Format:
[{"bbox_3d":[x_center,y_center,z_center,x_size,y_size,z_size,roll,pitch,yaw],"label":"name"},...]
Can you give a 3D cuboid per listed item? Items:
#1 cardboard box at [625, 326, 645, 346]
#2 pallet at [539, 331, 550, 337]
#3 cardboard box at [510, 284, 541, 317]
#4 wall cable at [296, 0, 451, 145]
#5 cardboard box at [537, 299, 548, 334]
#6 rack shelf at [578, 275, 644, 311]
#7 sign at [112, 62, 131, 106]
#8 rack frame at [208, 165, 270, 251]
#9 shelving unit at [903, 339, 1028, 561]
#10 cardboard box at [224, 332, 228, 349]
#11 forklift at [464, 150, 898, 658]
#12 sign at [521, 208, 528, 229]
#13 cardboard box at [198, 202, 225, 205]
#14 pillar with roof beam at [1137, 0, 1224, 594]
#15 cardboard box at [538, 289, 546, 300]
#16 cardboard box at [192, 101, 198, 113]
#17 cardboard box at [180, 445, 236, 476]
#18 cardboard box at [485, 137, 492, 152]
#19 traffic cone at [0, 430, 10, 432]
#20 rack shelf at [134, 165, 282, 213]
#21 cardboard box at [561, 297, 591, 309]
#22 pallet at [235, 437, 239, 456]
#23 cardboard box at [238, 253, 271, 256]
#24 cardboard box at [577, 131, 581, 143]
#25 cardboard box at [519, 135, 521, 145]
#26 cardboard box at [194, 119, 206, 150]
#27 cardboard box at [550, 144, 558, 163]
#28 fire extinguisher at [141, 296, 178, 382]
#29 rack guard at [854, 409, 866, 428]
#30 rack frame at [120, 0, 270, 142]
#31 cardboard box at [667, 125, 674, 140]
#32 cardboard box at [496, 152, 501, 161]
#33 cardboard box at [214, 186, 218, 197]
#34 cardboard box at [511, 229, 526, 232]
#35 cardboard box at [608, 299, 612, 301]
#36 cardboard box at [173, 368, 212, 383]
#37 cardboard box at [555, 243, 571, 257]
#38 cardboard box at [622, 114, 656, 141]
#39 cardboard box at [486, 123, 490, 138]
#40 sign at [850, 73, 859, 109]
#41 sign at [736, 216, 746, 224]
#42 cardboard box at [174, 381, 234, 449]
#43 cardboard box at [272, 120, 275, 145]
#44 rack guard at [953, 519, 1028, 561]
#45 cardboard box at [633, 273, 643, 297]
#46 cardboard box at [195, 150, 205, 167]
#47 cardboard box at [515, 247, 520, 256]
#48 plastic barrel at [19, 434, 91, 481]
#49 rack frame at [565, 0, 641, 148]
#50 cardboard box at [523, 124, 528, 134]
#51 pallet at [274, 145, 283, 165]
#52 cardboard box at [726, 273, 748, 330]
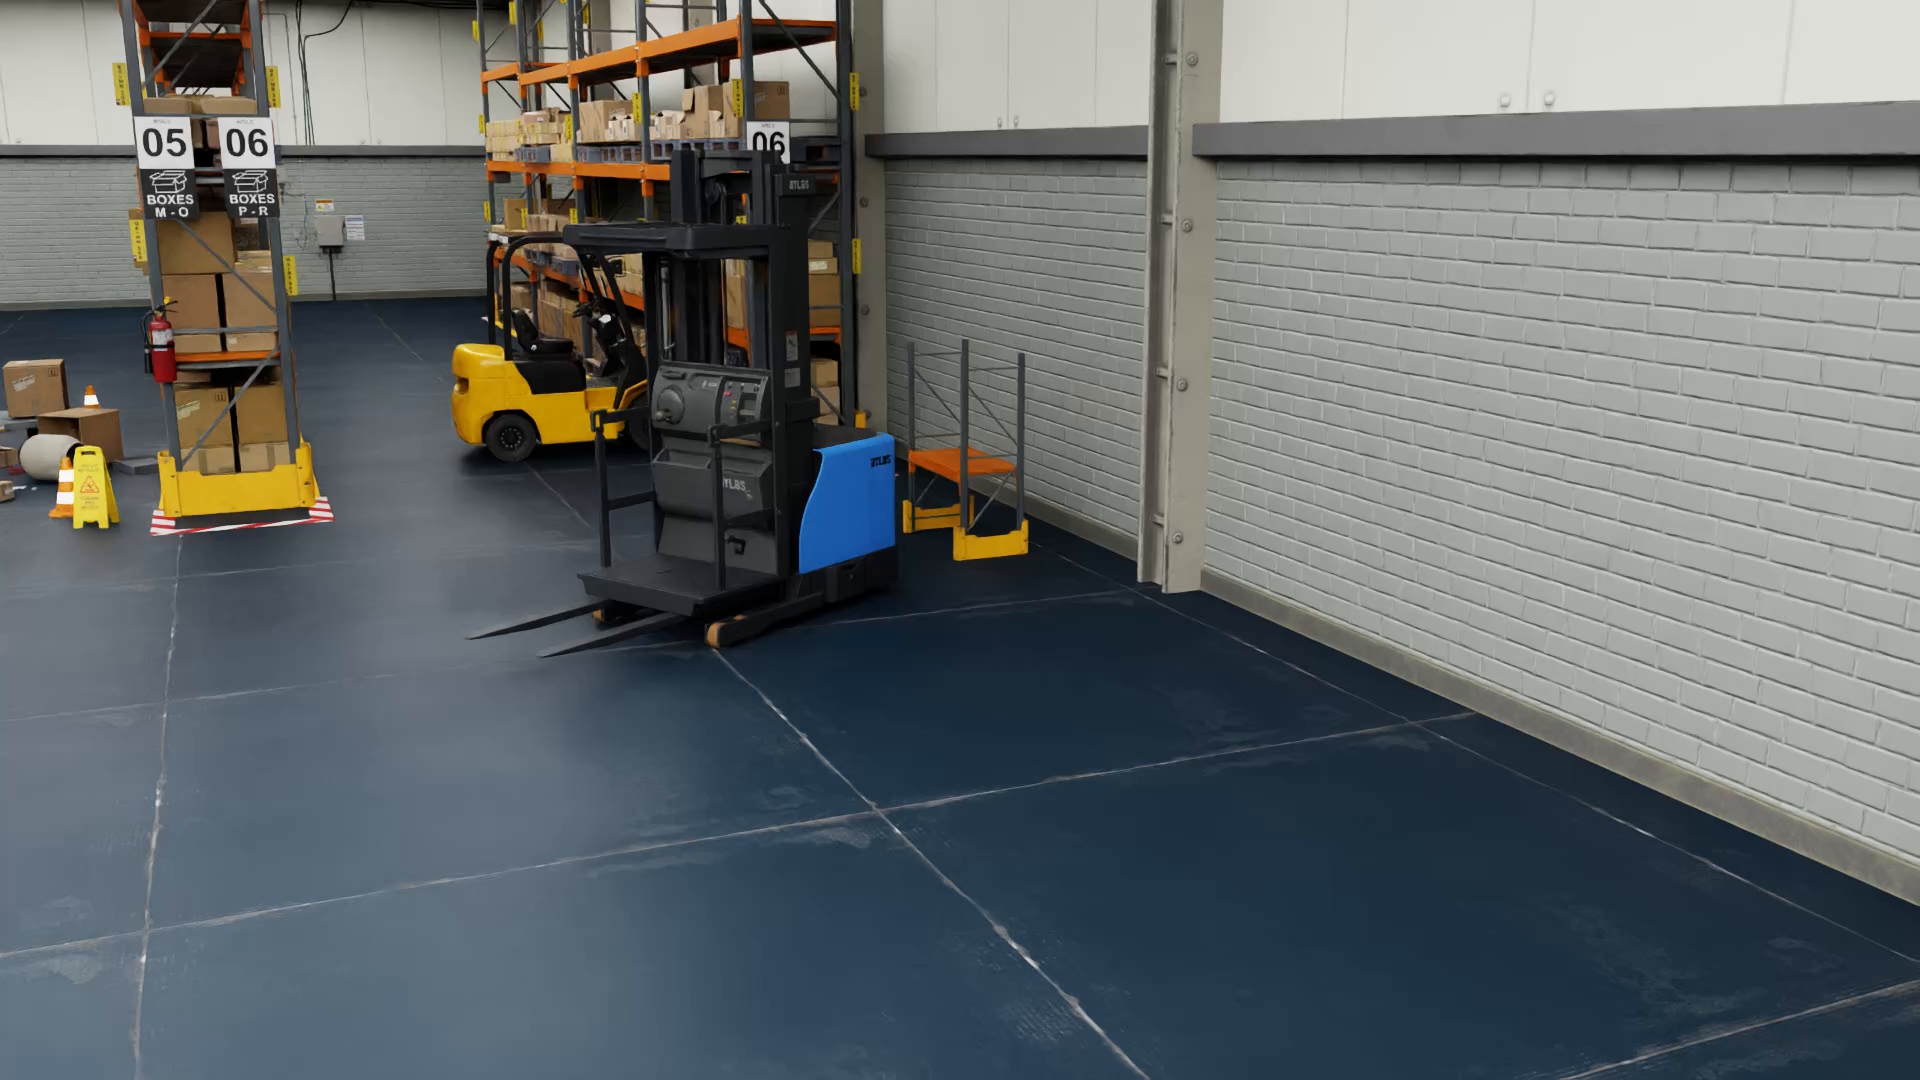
[{"bbox_3d":[-3.618,-2.307,20.521,0.875,0.625,0.625,-6,14,-24],"label":"cardboard box"},{"bbox_3d":[-5.939,-3.121,25.888,1.003,0.211,1.213,-6,14,-23],"label":"pallet"},{"bbox_3d":[-7.436,-4.143,28.729,0.700,0.500,0.500,-5,14,-21],"label":"cardboard box"},{"bbox_3d":[-11.727,-9.424,33.547,2.988,3.039,0.133,-6,14,-23],"label":"wall cable"},{"bbox_3d":[-6.311,-3.511,26.000,0.500,0.500,0.500,-5,14,-21],"label":"cardboard box"},{"bbox_3d":[-3.896,-3.054,21.010,1.077,0.370,4.000,-6,14,-23],"label":"rack shelf"},{"bbox_3d":[-6.555,-3.563,12.996,0.100,0.325,0.005,-6,14,-23],"label":"sign"},{"bbox_3d":[-7.641,-2.543,17.204,1.000,3.000,0.127,-6,14,-23],"label":"rack frame"},{"bbox_3d":[0.031,-0.715,12.633,0.587,1.500,1.083,-6,14,-23],"label":"shelving unit"},{"bbox_3d":[-6.099,-1.734,14.265,0.380,0.149,0.250,-5,14,-22],"label":"cardboard box"},{"bbox_3d":[-1.687,-0.891,10.221,1.130,2.935,3.031,9,16,34],"label":"forklift"},{"bbox_3d":[-6.793,-5.016,25.969,0.100,0.325,0.005,-6,14,-23],"label":"sign"},{"bbox_3d":[-7.479,-3.005,16.104,0.700,0.500,0.500,-6,14,-23],"label":"cardboard box"},{"bbox_3d":[-2.486,-3.685,8.834,9.100,9.000,0.400,-6,14,-23],"label":"pillar with roof beam"},{"bbox_3d":[-6.399,-3.849,26.023,0.380,0.149,0.250,-5,14,-20],"label":"cardboard box"},{"bbox_3d":[-6.686,-3.652,14.132,0.380,0.149,0.250,-6,14,-23],"label":"cardboard box"},{"bbox_3d":[-6.619,-0.729,14.534,0.500,0.250,0.500,-6,14,-23],"label":"cardboard box"},{"bbox_3d":[-7.974,-6.888,28.998,0.500,0.250,0.500,-6,14,-24],"label":"cardboard box"},{"bbox_3d":[-10.453,-1.406,17.919,0.336,0.463,0.334,-6,14,-23],"label":"traffic cone"},{"bbox_3d":[-6.840,-3.240,15.161,1.077,0.370,4.000,-6,14,-23],"label":"rack shelf"},{"bbox_3d":[-5.632,-3.477,24.413,0.380,0.149,0.250,-6,14,-26],"label":"cardboard box"},{"bbox_3d":[-6.847,-0.796,15.842,1.003,0.211,1.213,-6,14,-23],"label":"pallet"},{"bbox_3d":[-7.023,-2.561,16.402,0.500,0.500,0.500,-5,14,-21],"label":"cardboard box"},{"bbox_3d":[-4.835,-5.320,21.914,0.380,0.166,0.250,-6,14,-23],"label":"cardboard box"},{"bbox_3d":[-6.544,-6.139,25.495,0.380,0.149,0.250,-5,14,-22],"label":"cardboard box"},{"bbox_3d":[-6.679,-3.436,14.084,0.500,0.250,0.500,-6,14,-24],"label":"cardboard box"},{"bbox_3d":[-5.527,-5.498,23.652,0.500,0.250,0.500,-6,14,-23],"label":"cardboard box"},{"bbox_3d":[-6.415,-1.613,13.360,0.296,0.674,0.183,-6,14,-23],"label":"fire extinguisher"},{"bbox_3d":[-1.483,-0.943,15.834,1.175,0.500,0.348,-6,14,-23],"label":"rack guard"},{"bbox_3d":[-6.039,-4.639,12.956,1.000,3.000,0.127,-6,14,-23],"label":"rack frame"},{"bbox_3d":[-2.885,-4.305,17.570,0.380,0.149,0.250,-5,14,-21],"label":"cardboard box"},{"bbox_3d":[-7.653,-6.503,28.218,0.380,0.149,0.250,-6,14,-23],"label":"cardboard box"},{"bbox_3d":[-10.993,-5.237,24.965,0.380,0.149,0.250,-6,14,-24],"label":"cardboard box"},{"bbox_3d":[-7.128,-5.006,27.520,0.500,0.250,0.500,-6,14,-23],"label":"cardboard box"},{"bbox_3d":[-4.899,-3.423,24.180,0.380,0.149,0.250,-6,14,-26],"label":"cardboard box"},{"bbox_3d":[-6.807,-1.474,14.653,0.380,0.149,0.250,-5,14,-21],"label":"cardboard box"},{"bbox_3d":[-5.416,-4.138,23.500,0.500,0.250,0.500,-6,14,-26],"label":"cardboard box"},{"bbox_3d":[-3.608,-4.791,19.308,0.500,0.311,0.500,-6,14,-25],"label":"cardboard box"},{"bbox_3d":[-7.954,-7.133,28.951,0.500,0.250,0.500,-6,14,-24],"label":"cardboard box"},{"bbox_3d":[-0.981,-4.140,15.339,0.100,0.325,0.005,-6,14,-23],"label":"sign"},{"bbox_3d":[-1.995,-2.799,15.217,0.100,0.325,0.005,-6,14,-23],"label":"sign"},{"bbox_3d":[-6.599,-1.089,14.424,0.500,0.500,0.500,-6,14,-23],"label":"cardboard box"},{"bbox_3d":[-7.508,-4.292,17.513,0.500,0.250,0.500,-6,14,-25],"label":"cardboard box"},{"bbox_3d":[0.230,-0.003,12.329,0.587,0.250,0.087,-6,14,-23],"label":"rack guard"},{"bbox_3d":[-3.536,-2.999,19.509,0.500,0.250,0.500,-5,14,-22],"label":"cardboard box"},{"bbox_3d":[-6.683,-3.268,14.244,0.380,0.149,0.250,-6,14,-23],"label":"cardboard box"},{"bbox_3d":[-7.117,-4.775,27.408,0.380,0.149,0.250,-6,14,-24],"label":"cardboard box"},{"bbox_3d":[-8.253,-0.751,15.176,0.512,0.421,0.421,4,14,16],"label":"plastic barrel"},{"bbox_3d":[-4.697,-6.741,22.038,1.000,3.000,0.127,-6,14,-23],"label":"rack frame"},{"bbox_3d":[-6.346,-6.176,24.992,0.380,0.149,0.250,-6,14,-24],"label":"cardboard box"},{"bbox_3d":[-7.791,-4.050,17.479,1.213,0.211,1.003,-6,14,-23],"label":"pallet"},{"bbox_3d":[-1.930,-2.292,15.899,0.500,0.500,0.500,-6,14,-24],"label":"cardboard box"}]
